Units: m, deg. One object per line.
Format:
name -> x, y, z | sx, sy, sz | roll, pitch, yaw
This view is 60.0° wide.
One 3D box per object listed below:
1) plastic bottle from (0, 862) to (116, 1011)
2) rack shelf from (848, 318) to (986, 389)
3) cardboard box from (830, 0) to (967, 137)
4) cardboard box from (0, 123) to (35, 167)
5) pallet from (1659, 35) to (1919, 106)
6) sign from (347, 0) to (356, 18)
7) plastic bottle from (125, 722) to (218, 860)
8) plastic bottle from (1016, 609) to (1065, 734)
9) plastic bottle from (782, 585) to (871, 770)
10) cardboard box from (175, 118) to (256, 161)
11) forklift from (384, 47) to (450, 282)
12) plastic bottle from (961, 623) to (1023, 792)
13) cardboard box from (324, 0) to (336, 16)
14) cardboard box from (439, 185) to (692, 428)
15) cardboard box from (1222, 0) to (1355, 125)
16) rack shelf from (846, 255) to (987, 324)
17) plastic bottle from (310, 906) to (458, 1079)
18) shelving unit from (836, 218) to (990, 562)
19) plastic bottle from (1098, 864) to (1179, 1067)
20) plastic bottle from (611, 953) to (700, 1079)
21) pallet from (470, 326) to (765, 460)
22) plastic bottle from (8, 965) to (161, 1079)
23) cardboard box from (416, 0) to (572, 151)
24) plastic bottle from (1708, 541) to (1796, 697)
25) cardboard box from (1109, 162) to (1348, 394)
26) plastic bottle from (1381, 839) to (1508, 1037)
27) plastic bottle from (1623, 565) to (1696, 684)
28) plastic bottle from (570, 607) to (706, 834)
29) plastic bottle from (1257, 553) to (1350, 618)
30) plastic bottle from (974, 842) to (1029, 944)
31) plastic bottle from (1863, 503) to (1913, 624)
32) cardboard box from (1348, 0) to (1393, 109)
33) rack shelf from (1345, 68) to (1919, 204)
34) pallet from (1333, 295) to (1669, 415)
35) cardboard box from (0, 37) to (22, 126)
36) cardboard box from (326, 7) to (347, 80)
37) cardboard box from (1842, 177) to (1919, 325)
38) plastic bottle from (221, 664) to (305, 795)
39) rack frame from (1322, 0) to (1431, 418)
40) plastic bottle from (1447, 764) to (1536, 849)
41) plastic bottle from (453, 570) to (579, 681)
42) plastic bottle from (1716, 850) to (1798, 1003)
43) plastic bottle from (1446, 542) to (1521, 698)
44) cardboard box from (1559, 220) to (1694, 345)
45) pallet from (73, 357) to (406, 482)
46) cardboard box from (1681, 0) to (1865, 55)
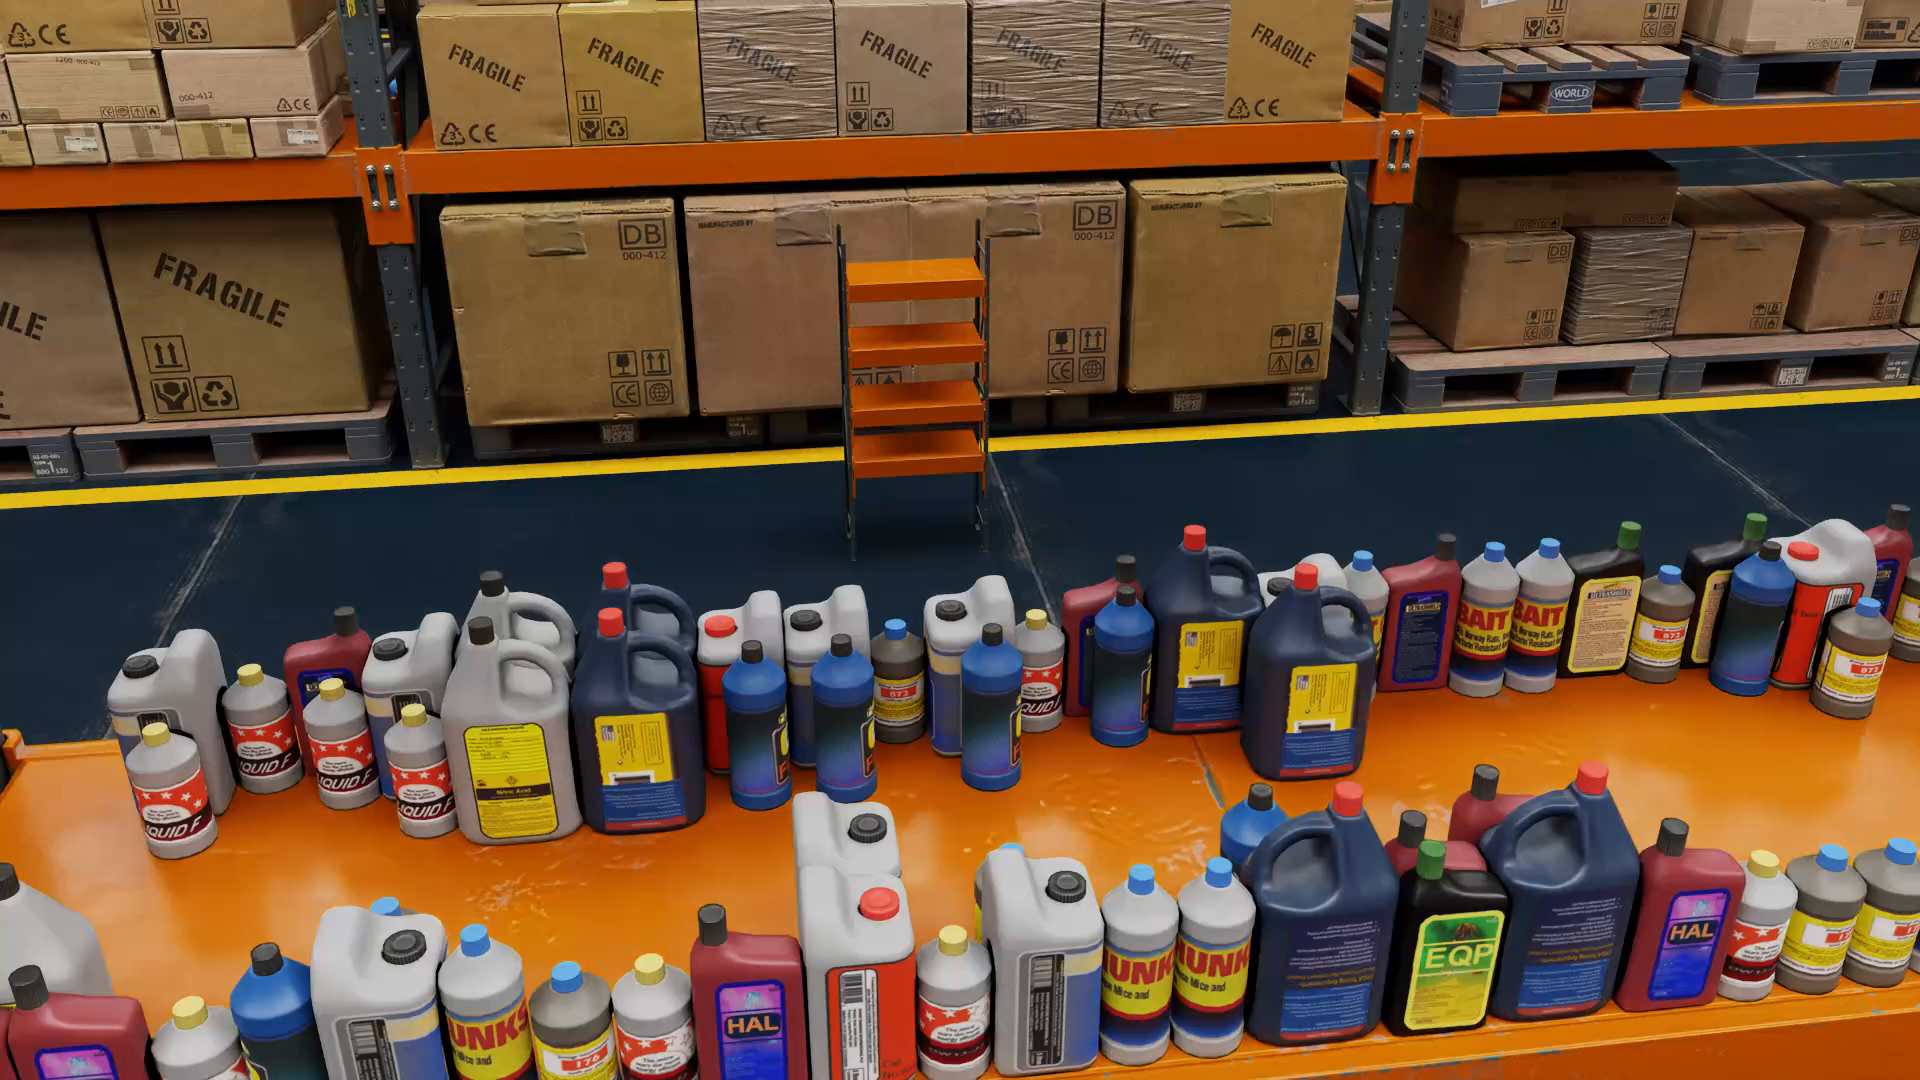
plastic bottle -> -1.122, 0.536, 1.973 | 0.185, 0.351, 0.144 | -4, 27, -7
rack shelf -> -0.164, -0.662, 5.884 | 0.480, 0.148, 0.258 | -4, 27, -7
cardboard box -> -0.251, -1.906, 6.570 | 0.500, 0.500, 0.500 | -3, 27, -6
cardboard box -> -3.521, -1.502, 6.166 | 0.250, 0.149, 0.380 | -3, 27, -6
pallet -> 3.670, -2.160, 7.384 | 1.213, 0.211, 1.003 | -4, 27, -7
sign -> -2.167, -2.016, 5.858 | 0.005, 0.325, 0.100 | -4, 27, -7
plastic bottle -> -1.174, 0.365, 2.471 | 0.097, 0.201, 0.097 | 0, 27, 0
plastic bottle -> 0.125, 0.211, 2.770 | 0.097, 0.201, 0.097 | 0, 27, 0
plastic bottle -> -0.216, 0.213, 2.686 | 0.135, 0.276, 0.152 | -4, 27, -7
cardboard box -> -2.757, -1.551, 6.262 | 0.250, 0.149, 0.380 | -3, 27, -6
forklift -> -1.836, -3.076, 9.034 | 3.031, 2.935, 1.130 | -9, 29, -17
plastic bottle -> 0.050, 0.255, 2.608 | 0.097, 0.271, 0.097 | 0, 27, 0
cardboard box -> -2.755, -2.331, 6.524 | 0.500, 0.500, 0.500 | -4, 27, -7
cardboard box -> -1.614, -1.138, 7.049 | 0.875, 0.875, 1.225 | -4, 27, -7
cardboard box -> 1.261, -2.002, 6.756 | 0.500, 0.500, 0.500 | -3, 27, -6
rack shelf -> -0.164, -0.873, 5.776 | 0.480, 0.148, 0.258 | -4, 27, -7
plastic bottle -> -0.682, 0.567, 1.995 | 0.135, 0.276, 0.152 | -4, 27, -7
shelving unit -> -0.164, -0.523, 5.956 | 0.503, 1.200, 0.258 | -4, 27, -7
plastic bottle -> 0.221, 0.524, 2.084 | 0.097, 0.271, 0.097 | 0, 27, 0
plastic bottle -> -0.370, 0.593, 2.026 | 0.097, 0.201, 0.097 | 0, 27, 0
pallet -> -1.492, -0.689, 7.361 | 1.213, 0.211, 1.003 | -4, 27, -7
plastic bottle -> -1.001, 0.606, 1.912 | 0.133, 0.283, 0.061 | -4, 27, -7
cardboard box -> -1.755, -1.807, 6.377 | 0.500, 0.500, 0.500 | -4, 27, -7
plastic bottle -> 1.364, 0.129, 2.854 | 0.097, 0.271, 0.097 | 0, 27, 0
cardboard box -> 1.029, -1.308, 7.381 | 0.875, 0.875, 1.225 | -5, 28, -10
plastic bottle -> 0.618, 0.502, 2.114 | 0.133, 0.283, 0.061 | -4, 27, -7
plastic bottle -> 1.223, 0.141, 2.907 | 0.097, 0.201, 0.097 | 0, 27, 0
plastic bottle -> -0.488, 0.262, 2.509 | 0.185, 0.351, 0.144 | -4, 27, -7
plastic bottle -> 0.559, 0.163, 2.783 | 0.135, 0.276, 0.152 | -4, 27, -7
plastic bottle -> 0.067, 0.495, 2.217 | 0.097, 0.201, 0.097 | 0, 27, 0
plastic bottle -> 1.600, 0.072, 2.952 | 0.133, 0.283, 0.061 | -4, 27, -7
cardboard box -> 2.605, -3.591, 11.966 | 0.750, 0.750, 1.050 | -3, 27, -6
rack shelf -> 3.696, -1.908, 7.471 | 4.000, 0.370, 1.077 | -4, 27, -7
pallet -> 2.490, -0.909, 7.791 | 1.213, 0.211, 1.003 | -4, 27, -7
cardboard box -> -3.664, -1.699, 6.114 | 0.500, 0.250, 0.500 | -3, 27, -6
cardboard box -> -2.747, -2.001, 6.702 | 0.500, 0.250, 0.500 | -4, 27, -8
cardboard box -> 4.591, -1.388, 7.925 | 0.500, 0.500, 0.700 | -4, 27, -7
plastic bottle -> -1.099, 0.290, 2.617 | 0.097, 0.201, 0.097 | 0, 27, 0
rack frame -> 1.716, -2.101, 7.059 | 0.127, 3.000, 1.000 | -4, 27, -7
plastic bottle -> 0.730, 0.428, 2.258 | 0.133, 0.283, 0.061 | -4, 27, -7
plastic bottle -> -0.691, 0.208, 2.613 | 0.185, 0.351, 0.144 | -4, 27, -7
plastic bottle -> 1.044, 0.502, 2.203 | 0.097, 0.201, 0.097 | 0, 27, 0
plastic bottle -> 0.898, 0.131, 2.851 | 0.097, 0.271, 0.097 | 0, 27, 0
cardboard box -> 2.924, -1.277, 7.710 | 0.500, 0.500, 0.700 | -6, 28, -11
pallet -> -3.009, -0.593, 7.174 | 1.213, 0.211, 1.003 | -4, 27, -7
cardboard box -> 3.407, -2.224, 7.002 | 0.500, 0.250, 0.500 | -4, 27, -9
